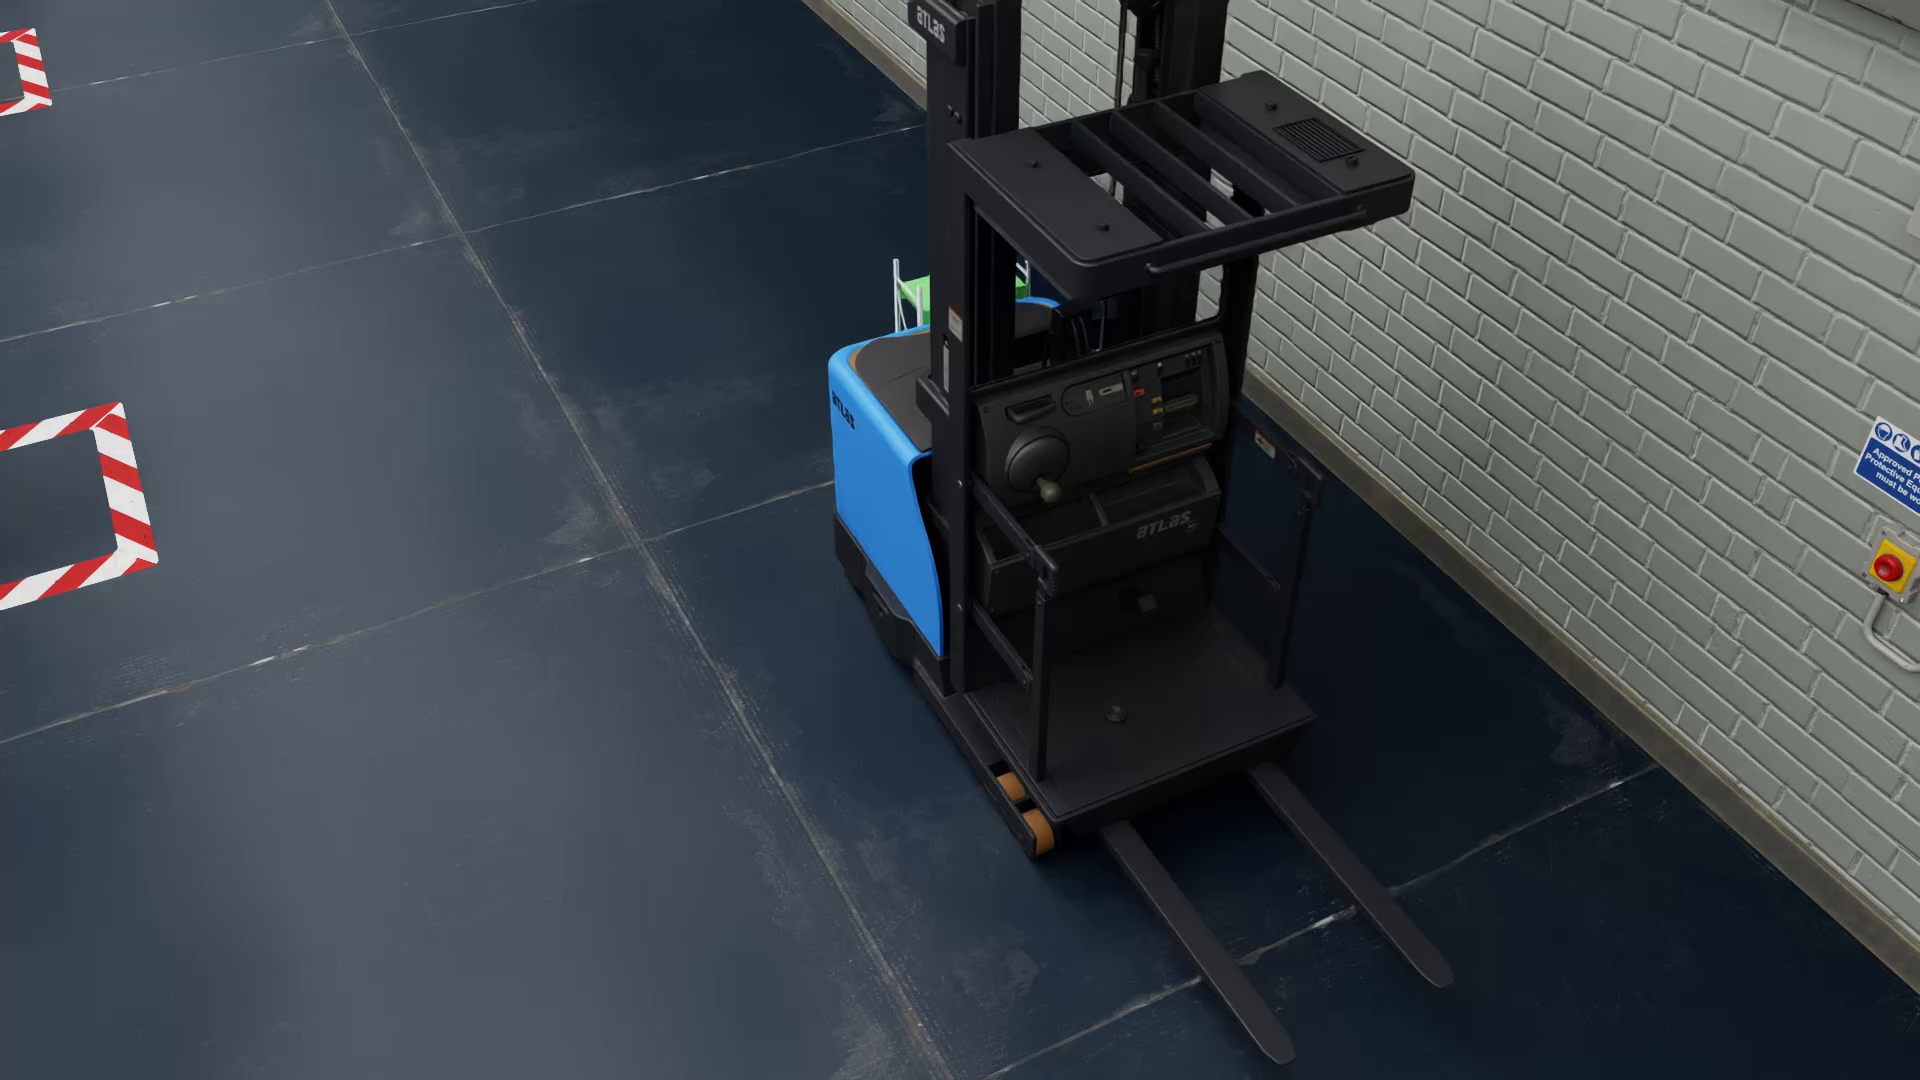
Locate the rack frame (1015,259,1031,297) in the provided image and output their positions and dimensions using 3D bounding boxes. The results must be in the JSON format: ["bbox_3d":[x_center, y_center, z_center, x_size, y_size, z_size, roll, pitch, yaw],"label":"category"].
[{"bbox_3d":[0.227,-0.754,7.212,0.015,1.200,0.240,-18,43,-20],"label":"rack frame"}]

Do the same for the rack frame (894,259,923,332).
[{"bbox_3d":[-0.208,-0.612,7.044,0.015,1.200,0.240,-18,43,-20],"label":"rack frame"}]

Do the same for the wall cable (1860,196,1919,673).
[{"bbox_3d":[2.800,-0.449,4.648,0.123,1.953,0.585,-19,44,-21],"label":"wall cable"}]

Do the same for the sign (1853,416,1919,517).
[{"bbox_3d":[2.832,-0.198,4.953,0.001,0.218,0.327,-19,44,-21],"label":"sign"}]

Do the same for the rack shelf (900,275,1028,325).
[{"bbox_3d":[0.009,-1.001,6.859,0.480,0.148,0.258,-18,43,-20],"label":"rack shelf"}]

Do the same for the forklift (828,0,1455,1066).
[{"bbox_3d":[0.585,-0.328,5.369,1.130,2.935,3.031,-18,43,-20],"label":"forklift"}]

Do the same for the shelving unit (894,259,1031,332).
[{"bbox_3d":[0.009,-0.683,7.128,0.503,1.200,0.258,-18,43,-20],"label":"shelving unit"}]
